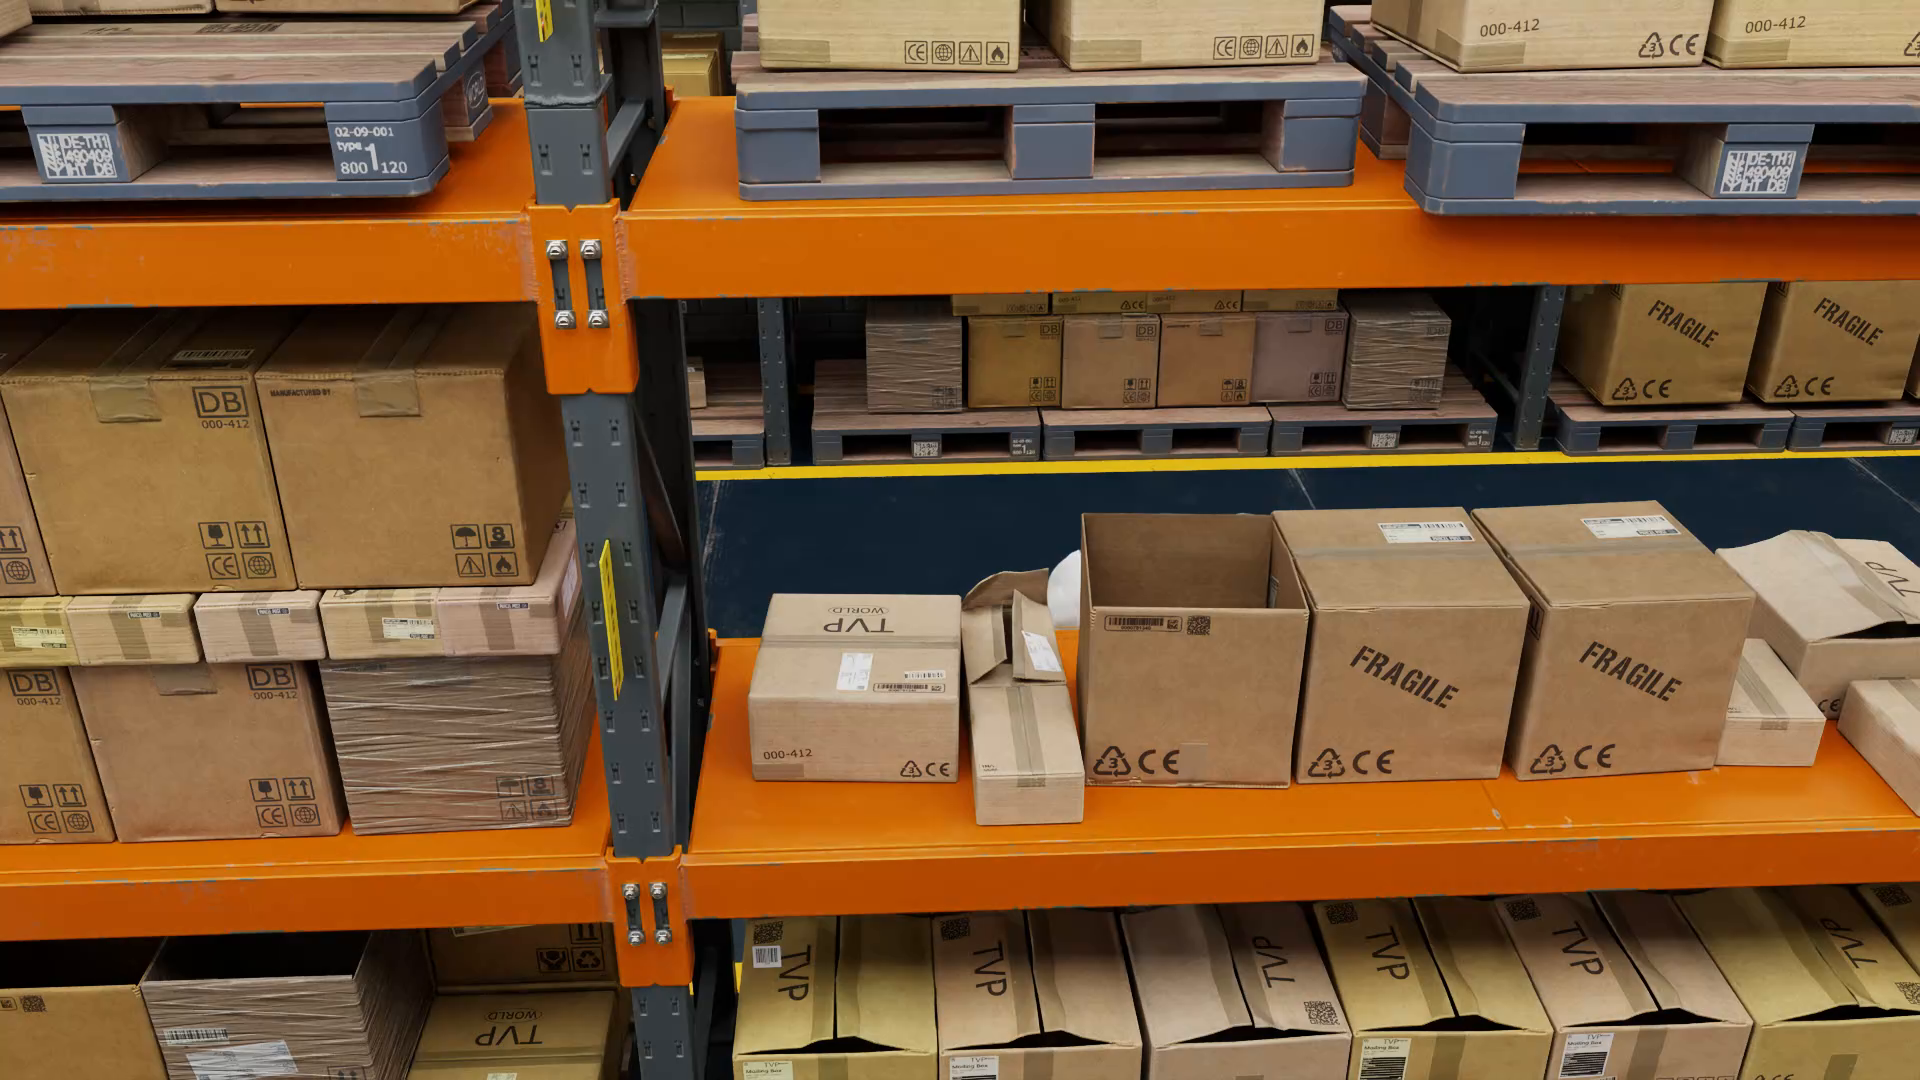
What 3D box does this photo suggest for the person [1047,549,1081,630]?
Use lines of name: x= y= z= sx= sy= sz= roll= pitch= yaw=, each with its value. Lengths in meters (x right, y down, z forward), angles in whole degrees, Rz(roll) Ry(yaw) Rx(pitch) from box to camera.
person: x=0.777 y=0.431 z=5.982 sx=0.965 sy=1.102 sz=0.517 roll=-3 pitch=28 yaw=-5
